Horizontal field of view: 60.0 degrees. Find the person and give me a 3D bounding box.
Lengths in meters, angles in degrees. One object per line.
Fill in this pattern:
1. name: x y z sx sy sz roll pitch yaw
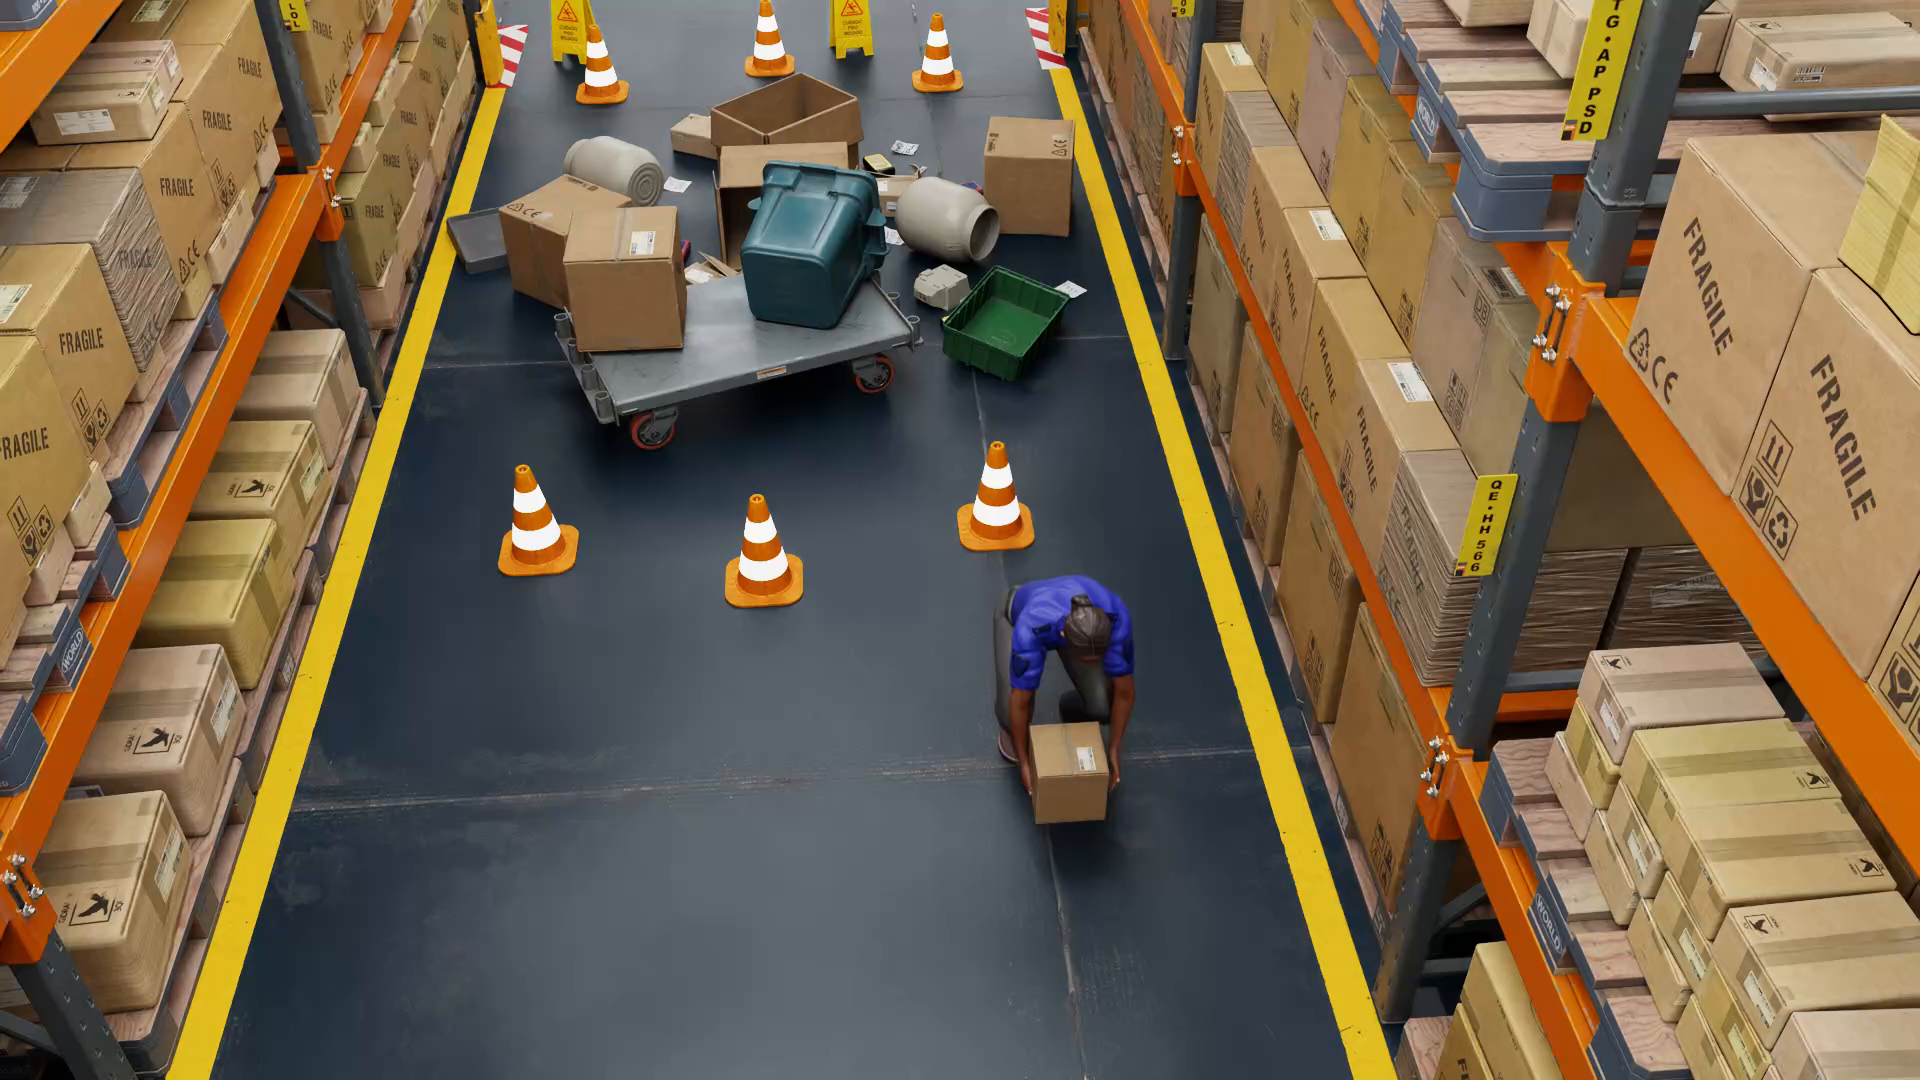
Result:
1. person: 0.372 0.461 6.133 0.488 0.984 0.796 -3 39 -4
